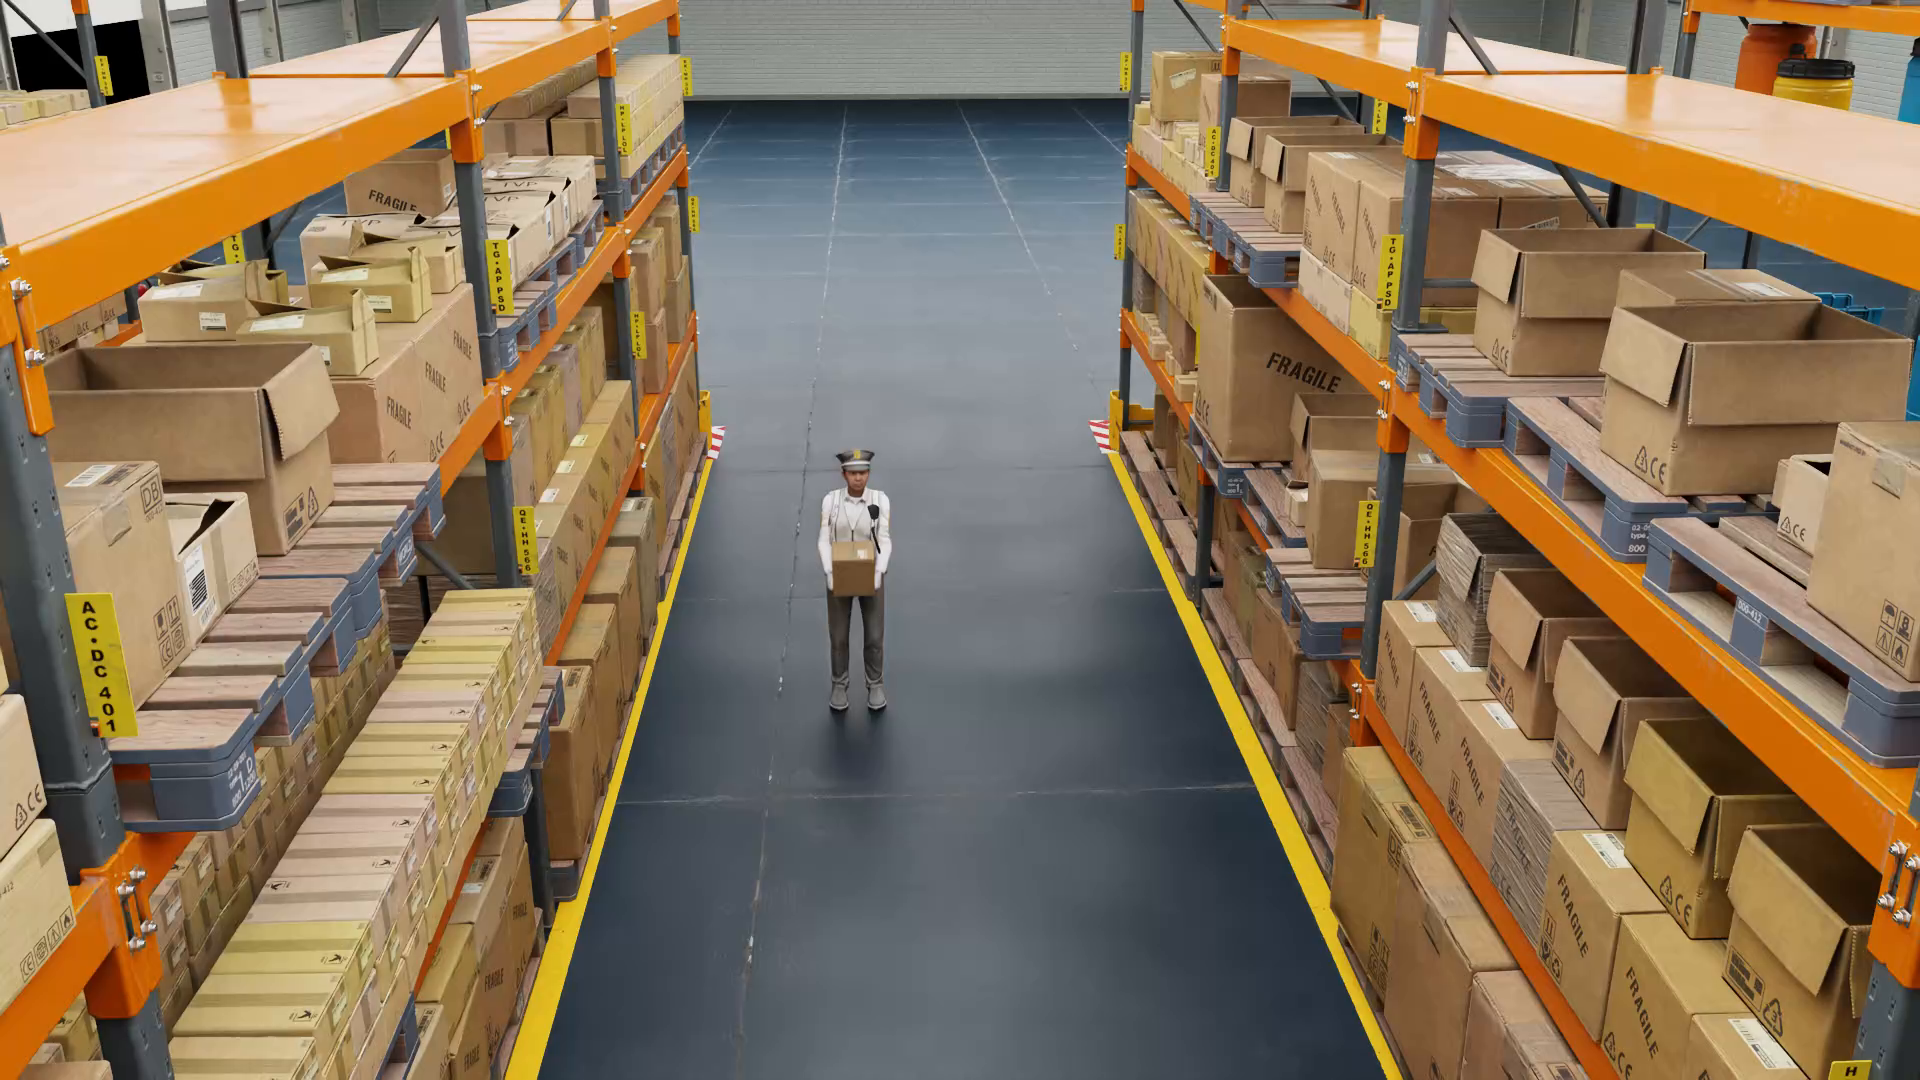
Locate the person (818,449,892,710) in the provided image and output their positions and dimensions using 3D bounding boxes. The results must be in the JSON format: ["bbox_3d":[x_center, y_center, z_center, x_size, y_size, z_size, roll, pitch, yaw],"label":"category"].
[{"bbox_3d":[-0.649,0.259,10.348,0.460,1.686,0.564,-1,21,-3],"label":"person"}]
